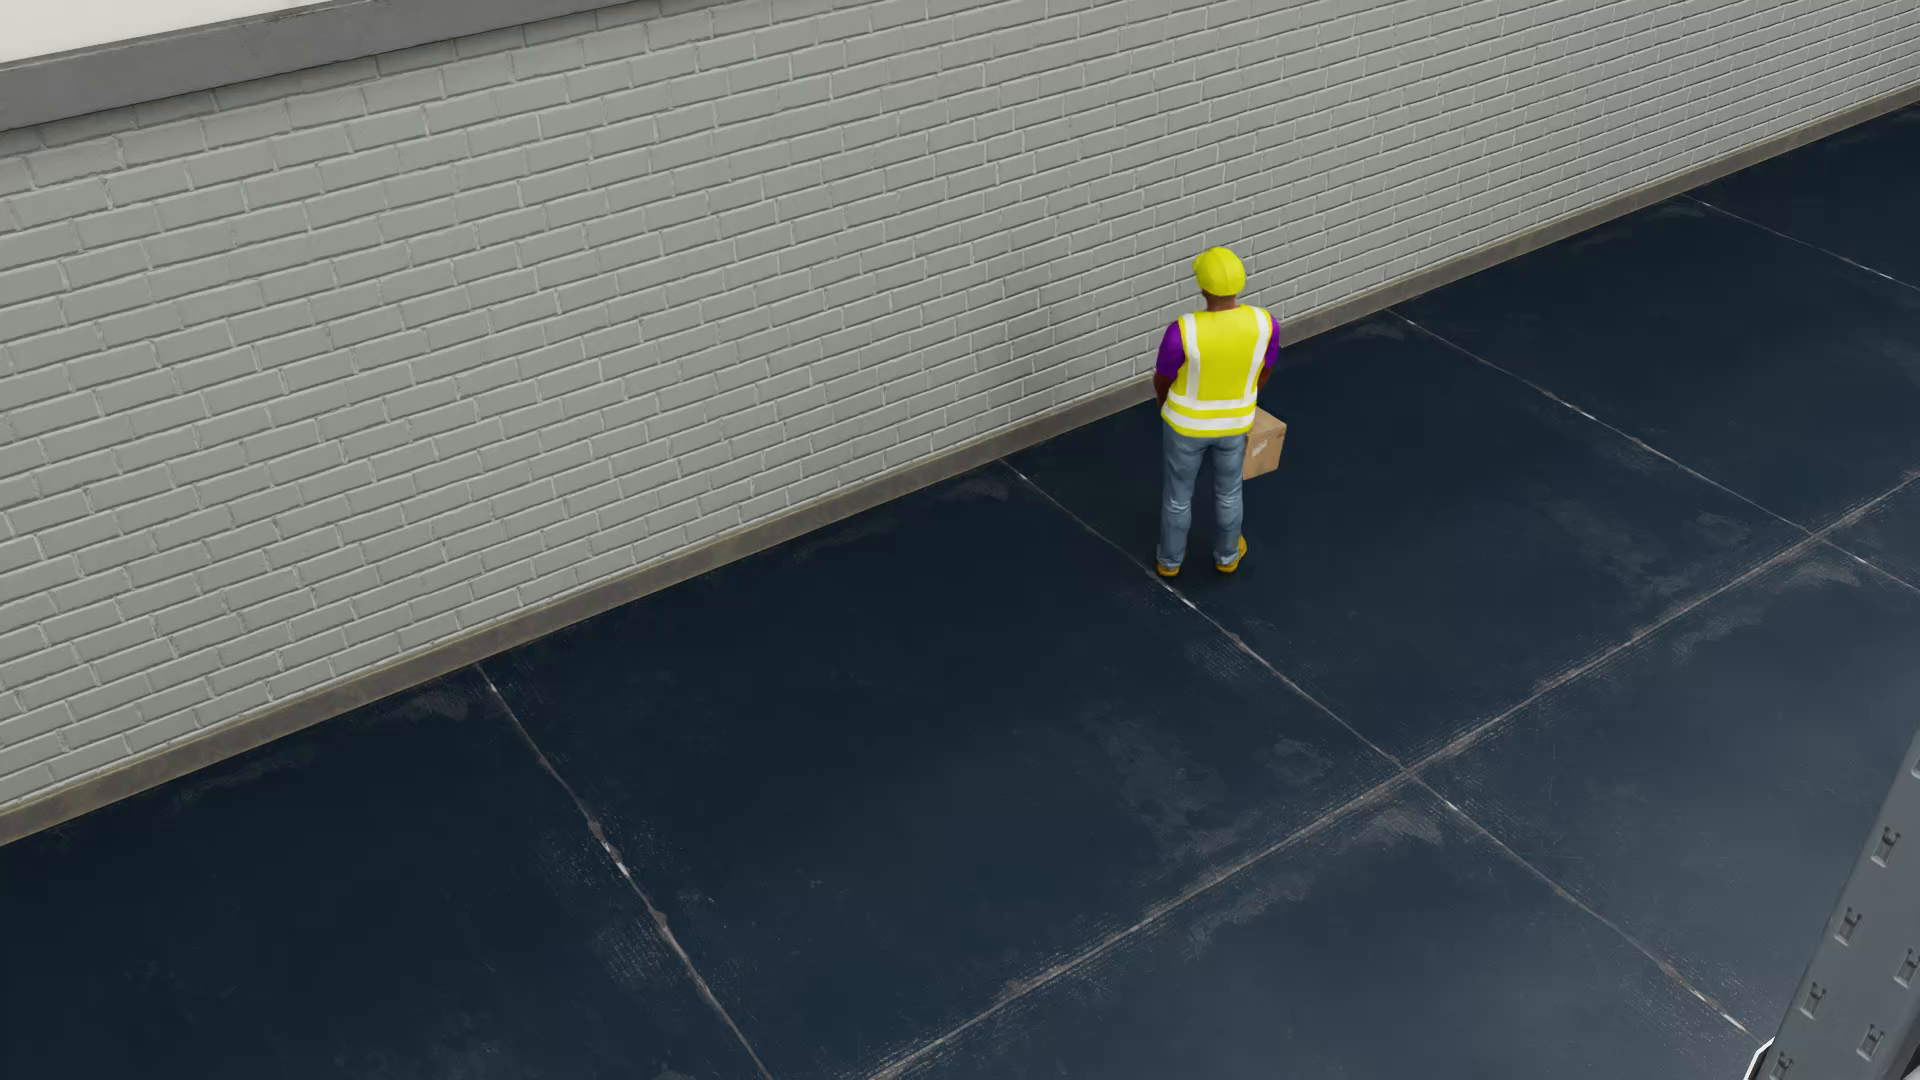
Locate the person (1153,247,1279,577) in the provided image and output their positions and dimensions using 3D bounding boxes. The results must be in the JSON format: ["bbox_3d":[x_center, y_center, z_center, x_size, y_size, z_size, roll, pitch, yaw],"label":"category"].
[{"bbox_3d":[1.165,-0.588,7.755,0.599,1.777,0.468,-6,37,-8],"label":"person"}]
